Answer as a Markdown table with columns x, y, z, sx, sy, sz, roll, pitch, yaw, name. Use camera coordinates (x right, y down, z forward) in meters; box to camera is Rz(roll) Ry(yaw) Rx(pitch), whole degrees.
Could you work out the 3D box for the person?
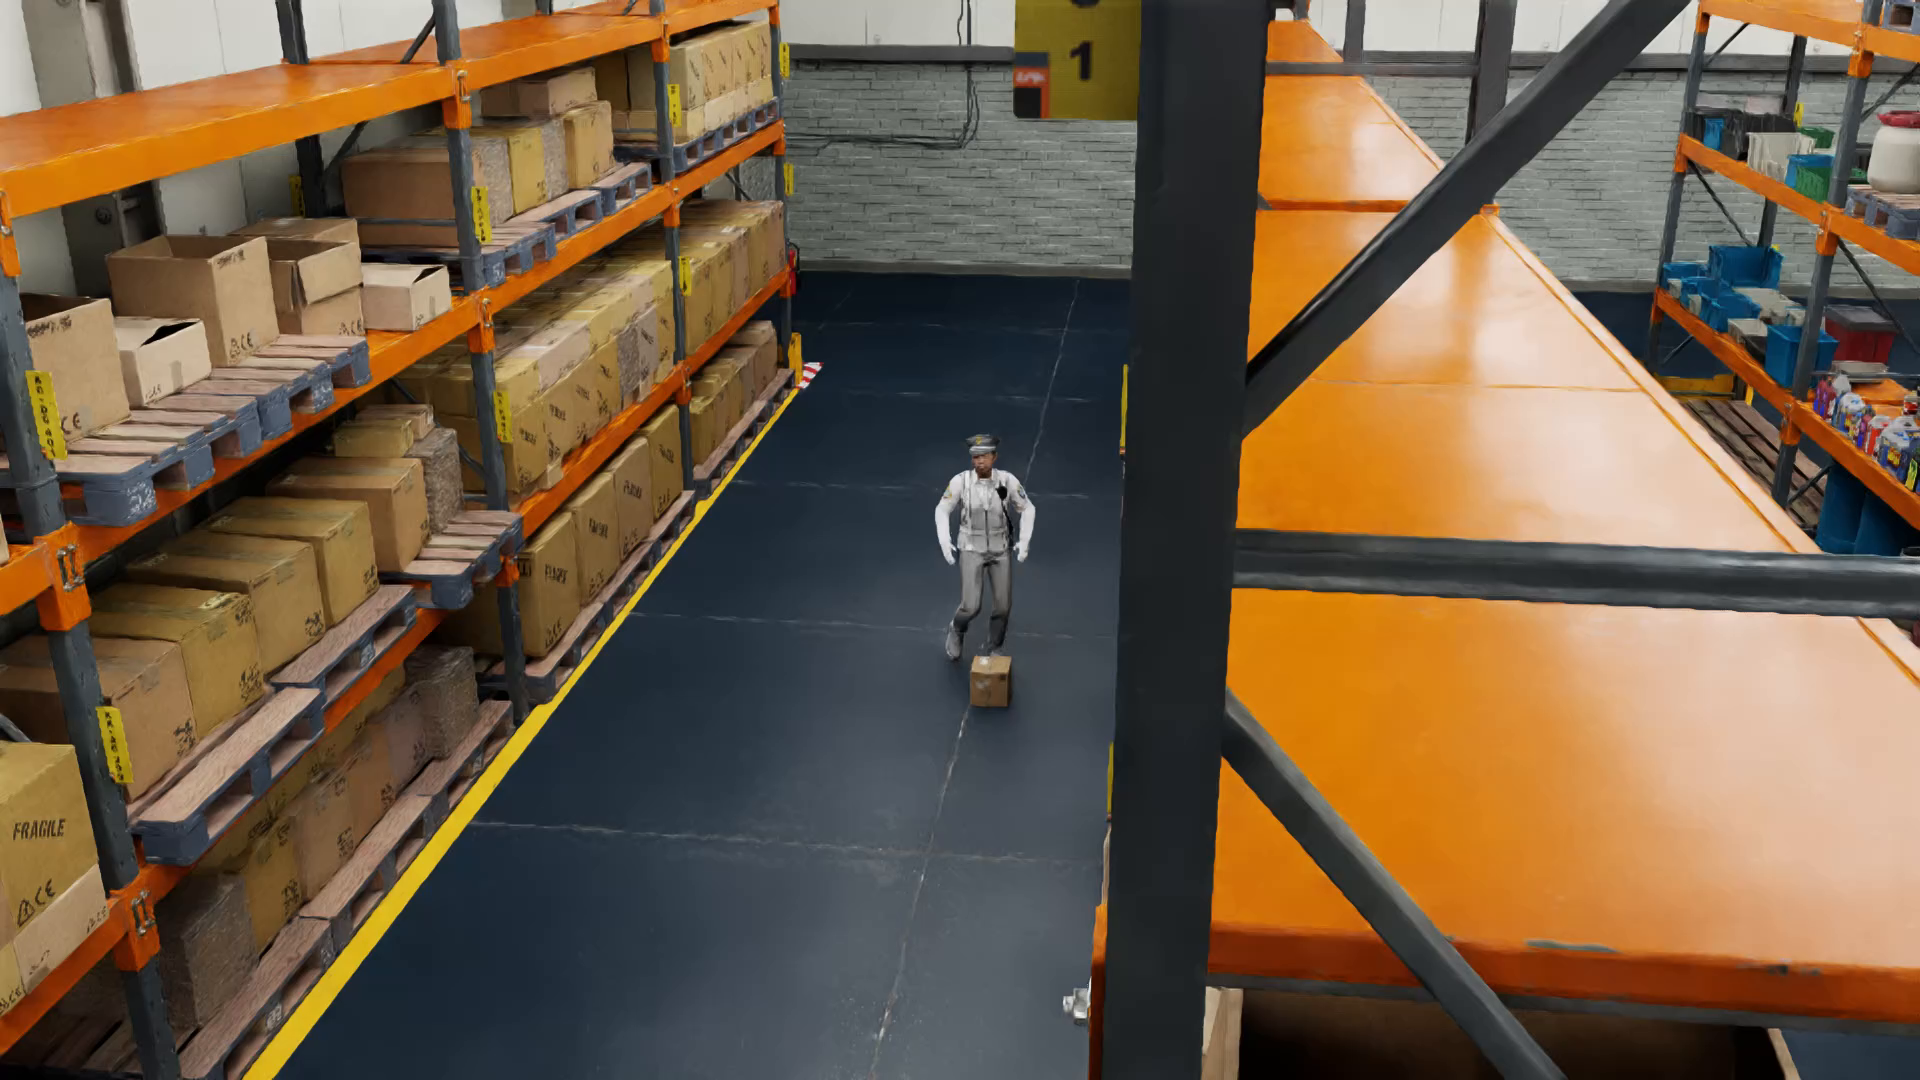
| x | y | z | sx | sy | sz | roll | pitch | yaw | name |
| --- | --- | --- | --- | --- | --- | --- | --- | --- | --- |
| 0.193 | 0.080 | 11.265 | 0.675 | 1.657 | 0.467 | -4 | 22 | -10 | person |
